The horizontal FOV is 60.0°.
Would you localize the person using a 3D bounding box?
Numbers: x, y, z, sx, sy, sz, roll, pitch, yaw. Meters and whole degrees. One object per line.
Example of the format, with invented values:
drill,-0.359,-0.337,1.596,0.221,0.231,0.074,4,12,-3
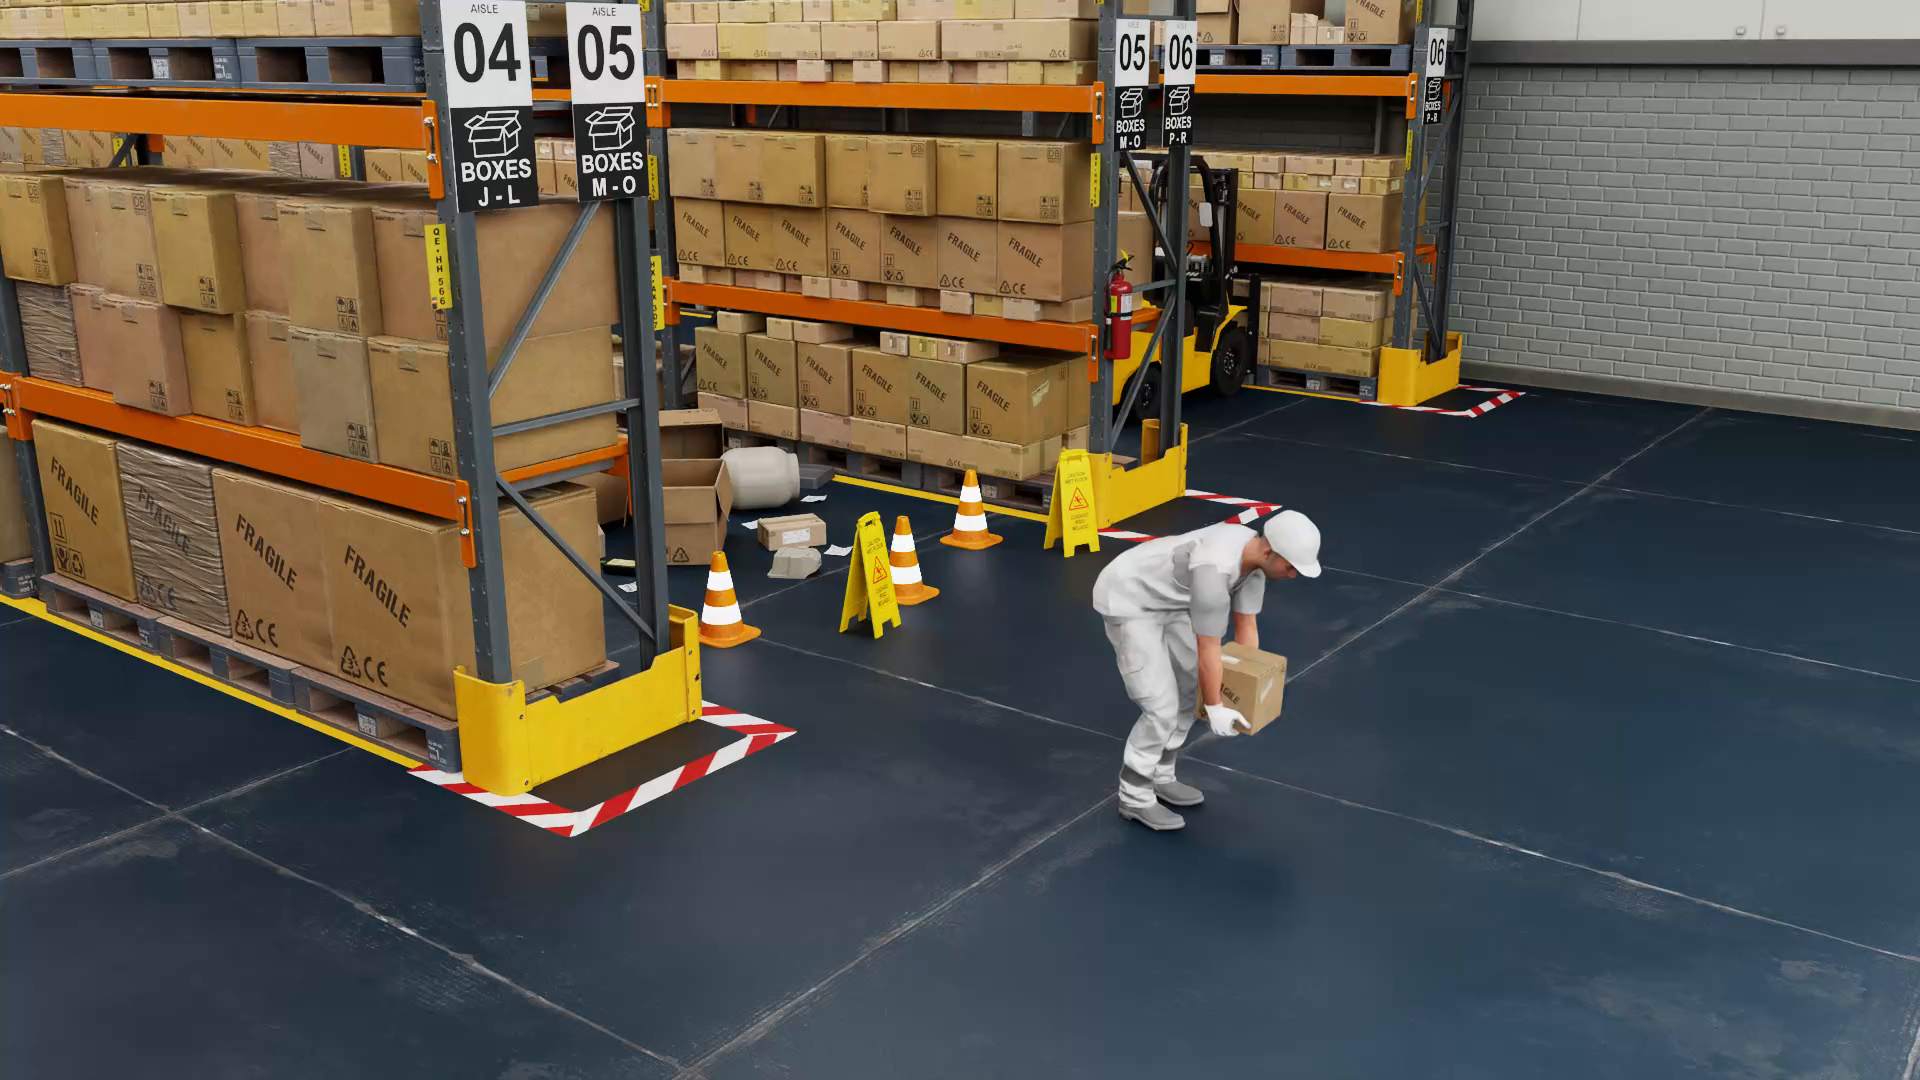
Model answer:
person,0.960,0.491,6.584,0.899,1.355,0.494,11,20,33
